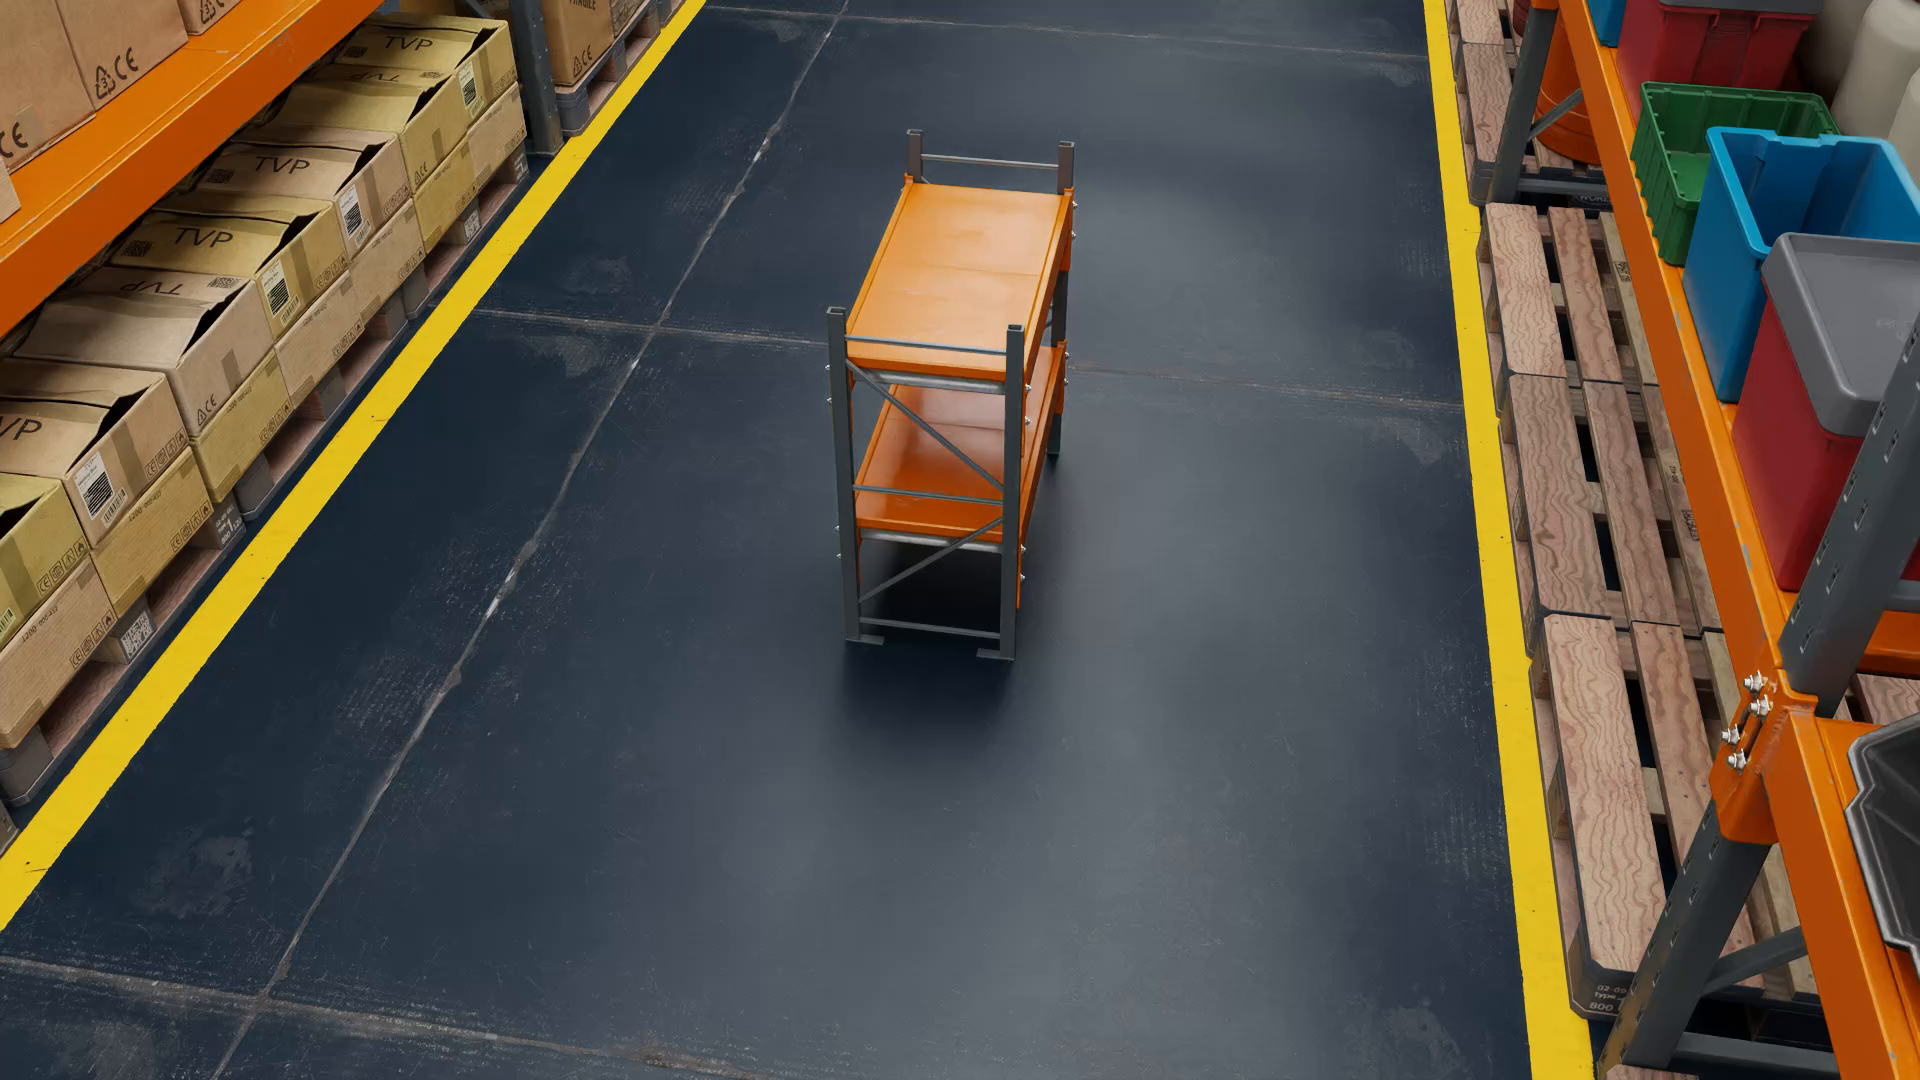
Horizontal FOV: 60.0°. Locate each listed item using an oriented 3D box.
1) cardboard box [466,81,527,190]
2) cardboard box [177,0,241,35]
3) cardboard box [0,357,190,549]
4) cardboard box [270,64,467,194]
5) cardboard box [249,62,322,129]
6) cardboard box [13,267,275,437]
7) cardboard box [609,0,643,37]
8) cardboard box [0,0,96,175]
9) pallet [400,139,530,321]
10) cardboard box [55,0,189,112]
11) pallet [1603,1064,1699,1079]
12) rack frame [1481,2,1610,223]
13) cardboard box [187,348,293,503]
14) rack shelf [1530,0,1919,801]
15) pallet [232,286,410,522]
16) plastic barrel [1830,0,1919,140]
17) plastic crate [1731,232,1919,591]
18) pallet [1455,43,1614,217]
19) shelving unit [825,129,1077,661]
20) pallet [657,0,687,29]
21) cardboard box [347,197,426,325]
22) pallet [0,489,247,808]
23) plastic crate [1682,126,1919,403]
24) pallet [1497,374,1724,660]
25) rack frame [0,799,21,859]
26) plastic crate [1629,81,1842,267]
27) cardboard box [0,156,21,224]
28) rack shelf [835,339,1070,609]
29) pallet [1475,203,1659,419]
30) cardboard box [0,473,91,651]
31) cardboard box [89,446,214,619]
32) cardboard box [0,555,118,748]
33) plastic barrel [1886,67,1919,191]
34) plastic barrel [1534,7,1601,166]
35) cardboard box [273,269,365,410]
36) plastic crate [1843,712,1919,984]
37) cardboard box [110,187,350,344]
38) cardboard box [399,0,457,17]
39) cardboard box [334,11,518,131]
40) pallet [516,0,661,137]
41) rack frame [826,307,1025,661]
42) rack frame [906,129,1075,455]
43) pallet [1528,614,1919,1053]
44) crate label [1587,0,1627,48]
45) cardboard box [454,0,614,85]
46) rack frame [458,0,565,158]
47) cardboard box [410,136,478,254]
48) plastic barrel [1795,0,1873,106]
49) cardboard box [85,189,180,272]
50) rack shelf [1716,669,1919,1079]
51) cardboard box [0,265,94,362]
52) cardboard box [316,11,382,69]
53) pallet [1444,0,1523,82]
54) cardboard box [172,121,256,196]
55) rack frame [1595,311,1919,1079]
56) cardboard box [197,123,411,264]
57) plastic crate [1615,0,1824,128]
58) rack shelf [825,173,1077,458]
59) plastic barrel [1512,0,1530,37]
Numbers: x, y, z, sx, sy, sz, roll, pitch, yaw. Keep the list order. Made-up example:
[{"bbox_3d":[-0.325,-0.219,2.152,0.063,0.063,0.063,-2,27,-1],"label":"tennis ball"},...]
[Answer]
[{"bbox_3d":[-2.105,-1.665,6.738,0.500,0.250,0.500,7,40,9],"label":"cardboard box"},{"bbox_3d":[-2.528,-1.903,5.120,0.500,0.500,0.500,4,40,5],"label":"cardboard box"},{"bbox_3d":[-2.538,-0.273,4.614,0.500,0.311,0.500,6,40,7],"label":"cardboard box"},{"bbox_3d":[-2.186,-1.555,6.165,0.500,0.311,0.500,6,40,7],"label":"cardboard box"},{"bbox_3d":[-2.717,-1.611,6.233,0.500,0.311,0.500,5,40,7],"label":"cardboard box"},{"bbox_3d":[-2.449,-0.598,5.007,0.500,0.311,0.500,5,40,6],"label":"cardboard box"},{"bbox_3d":[-1.809,-2.709,7.789,0.500,0.500,0.500,5,40,6],"label":"cardboard box"},{"bbox_3d":[-2.706,-1.259,4.340,0.500,0.500,0.500,9,40,11],"label":"cardboard box"},{"bbox_3d":[-2.435,-1.333,6.696,1.003,0.211,1.213,6,40,8],"label":"pallet"},{"bbox_3d":[-2.620,-1.573,4.720,0.500,0.500,0.500,6,40,8],"label":"cardboard box"},{"bbox_3d":[1.774,1.631,3.112,1.003,0.211,1.213,6,40,8],"label":"pallet"},{"bbox_3d":[2.624,-2.371,5.764,1.000,3.000,0.127,6,40,8],"label":"rack frame"},{"bbox_3d":[-2.456,-0.383,5.188,0.500,0.250,0.500,5,40,6],"label":"cardboard box"},{"bbox_3d":[2.278,-0.839,4.475,1.077,0.370,4.000,6,40,8],"label":"rack shelf"},{"bbox_3d":[-2.648,-0.569,5.773,1.003,0.211,1.213,6,40,8],"label":"pallet"},{"bbox_3d":[2.515,-1.221,4.267,0.433,0.535,0.433,0,40,0],"label":"plastic barrel"},{"bbox_3d":[1.714,-0.223,3.115,0.402,0.464,0.583,6,40,8],"label":"plastic crate"},{"bbox_3d":[2.719,-1.796,7.256,1.003,0.211,1.213,6,40,8],"label":"pallet"},{"bbox_3d":[0.001,-0.438,4.897,0.538,1.125,1.048,6,40,8],"label":"shelving unit"},{"bbox_3d":[-1.874,-3.073,8.801,1.003,0.211,1.213,6,40,8],"label":"pallet"},{"bbox_3d":[-2.281,-1.025,5.965,0.500,0.250,0.500,7,40,9],"label":"cardboard box"},{"bbox_3d":[-2.857,0.199,4.844,1.003,0.211,1.213,6,40,8],"label":"pallet"},{"bbox_3d":[1.816,-0.581,3.611,0.392,0.384,0.575,6,40,8],"label":"plastic crate"},{"bbox_3d":[2.238,-0.051,5.146,1.003,0.211,1.213,6,40,8],"label":"pallet"},{"bbox_3d":[-2.946,-0.409,3.391,1.000,3.000,0.127,6,40,8],"label":"rack frame"},{"bbox_3d":[1.955,-0.903,4.155,0.450,0.188,0.662,6,40,8],"label":"plastic crate"},{"bbox_3d":[-2.592,-0.846,4.116,0.380,0.149,0.250,6,40,8],"label":"cardboard box"},{"bbox_3d":[0.001,-0.249,5.053,0.538,0.278,1.000,6,40,8],"label":"rack shelf"},{"bbox_3d":[2.452,-0.814,6.069,1.003,0.211,1.213,6,40,8],"label":"pallet"},{"bbox_3d":[-2.629,0.041,4.235,0.500,0.311,0.500,7,40,8],"label":"cardboard box"},{"bbox_3d":[-2.543,-0.058,4.794,0.500,0.250,0.500,7,40,9],"label":"cardboard box"},{"bbox_3d":[-2.633,0.263,4.406,0.500,0.250,0.500,5,40,7],"label":"cardboard box"},{"bbox_3d":[2.440,-0.950,3.938,0.433,0.535,0.433,0,40,0],"label":"plastic barrel"},{"bbox_3d":[2.692,-2.005,6.695,0.600,0.830,0.708,6,40,8],"label":"plastic barrel"},{"bbox_3d":[-2.367,-0.702,5.574,0.500,0.250,0.500,7,40,9],"label":"cardboard box"},{"bbox_3d":[1.716,0.478,2.367,0.767,0.338,0.504,6,40,8],"label":"plastic crate"},{"bbox_3d":[-2.365,-0.924,5.402,0.500,0.311,0.500,7,40,9],"label":"cardboard box"},{"bbox_3d":[-2.324,-2.739,7.825,0.500,0.500,0.500,8,40,9],"label":"cardboard box"},{"bbox_3d":[-2.102,-1.882,6.560,0.500,0.311,0.500,7,40,9],"label":"cardboard box"},{"bbox_3d":[-2.088,-2.309,7.877,1.003,0.211,1.213,6,40,8],"label":"pallet"},{"bbox_3d":[-0.087,-0.119,4.511,0.500,1.125,0.032,6,40,8],"label":"rack frame"},{"bbox_3d":[0.089,-0.757,5.283,0.500,1.125,0.032,6,40,8],"label":"rack frame"},{"bbox_3d":[2.029,0.717,4.217,1.003,0.211,1.213,6,40,8],"label":"pallet"},{"bbox_3d":[2.186,-1.791,5.034,0.502,0.435,0.616,6,40,8],"label":"crate label"},{"bbox_3d":[-1.894,-2.380,7.391,0.500,0.500,0.500,8,40,10],"label":"cardboard box"},{"bbox_3d":[-2.254,-2.920,6.427,1.000,3.000,0.127,6,40,8],"label":"rack frame"},{"bbox_3d":[-2.191,-1.341,6.346,0.500,0.250,0.500,6,40,7],"label":"cardboard box"},{"bbox_3d":[2.583,-1.481,4.599,0.421,0.512,0.421,0,40,0],"label":"plastic barrel"},{"bbox_3d":[-2.895,-0.968,5.455,0.500,0.311,0.500,6,40,7],"label":"cardboard box"},{"bbox_3d":[1.586,1.672,1.439,1.077,0.370,4.000,6,40,8],"label":"rack shelf"},{"bbox_3d":[-2.986,-0.653,5.075,0.500,0.311,0.500,6,40,8],"label":"cardboard box"},{"bbox_3d":[-2.634,-1.942,6.633,0.500,0.311,0.500,8,40,9],"label":"cardboard box"},{"bbox_3d":[2.933,-2.559,8.180,1.003,0.211,1.213,6,40,8],"label":"pallet"},{"bbox_3d":[-2.807,-1.291,5.846,0.500,0.311,0.500,5,40,6],"label":"cardboard box"},{"bbox_3d":[1.932,0.139,2.728,1.000,3.000,0.127,6,40,8],"label":"rack frame"},{"bbox_3d":[-2.276,-1.239,5.782,0.500,0.311,0.500,6,40,7],"label":"cardboard box"},{"bbox_3d":[2.043,-1.415,4.558,0.402,0.464,0.583,6,40,8],"label":"plastic crate"},{"bbox_3d":[0.001,-0.663,4.710,0.538,0.278,1.000,6,40,8],"label":"rack shelf"},{"bbox_3d":[2.887,-2.621,7.629,0.600,0.588,0.708,6,40,8],"label":"plastic barrel"}]
